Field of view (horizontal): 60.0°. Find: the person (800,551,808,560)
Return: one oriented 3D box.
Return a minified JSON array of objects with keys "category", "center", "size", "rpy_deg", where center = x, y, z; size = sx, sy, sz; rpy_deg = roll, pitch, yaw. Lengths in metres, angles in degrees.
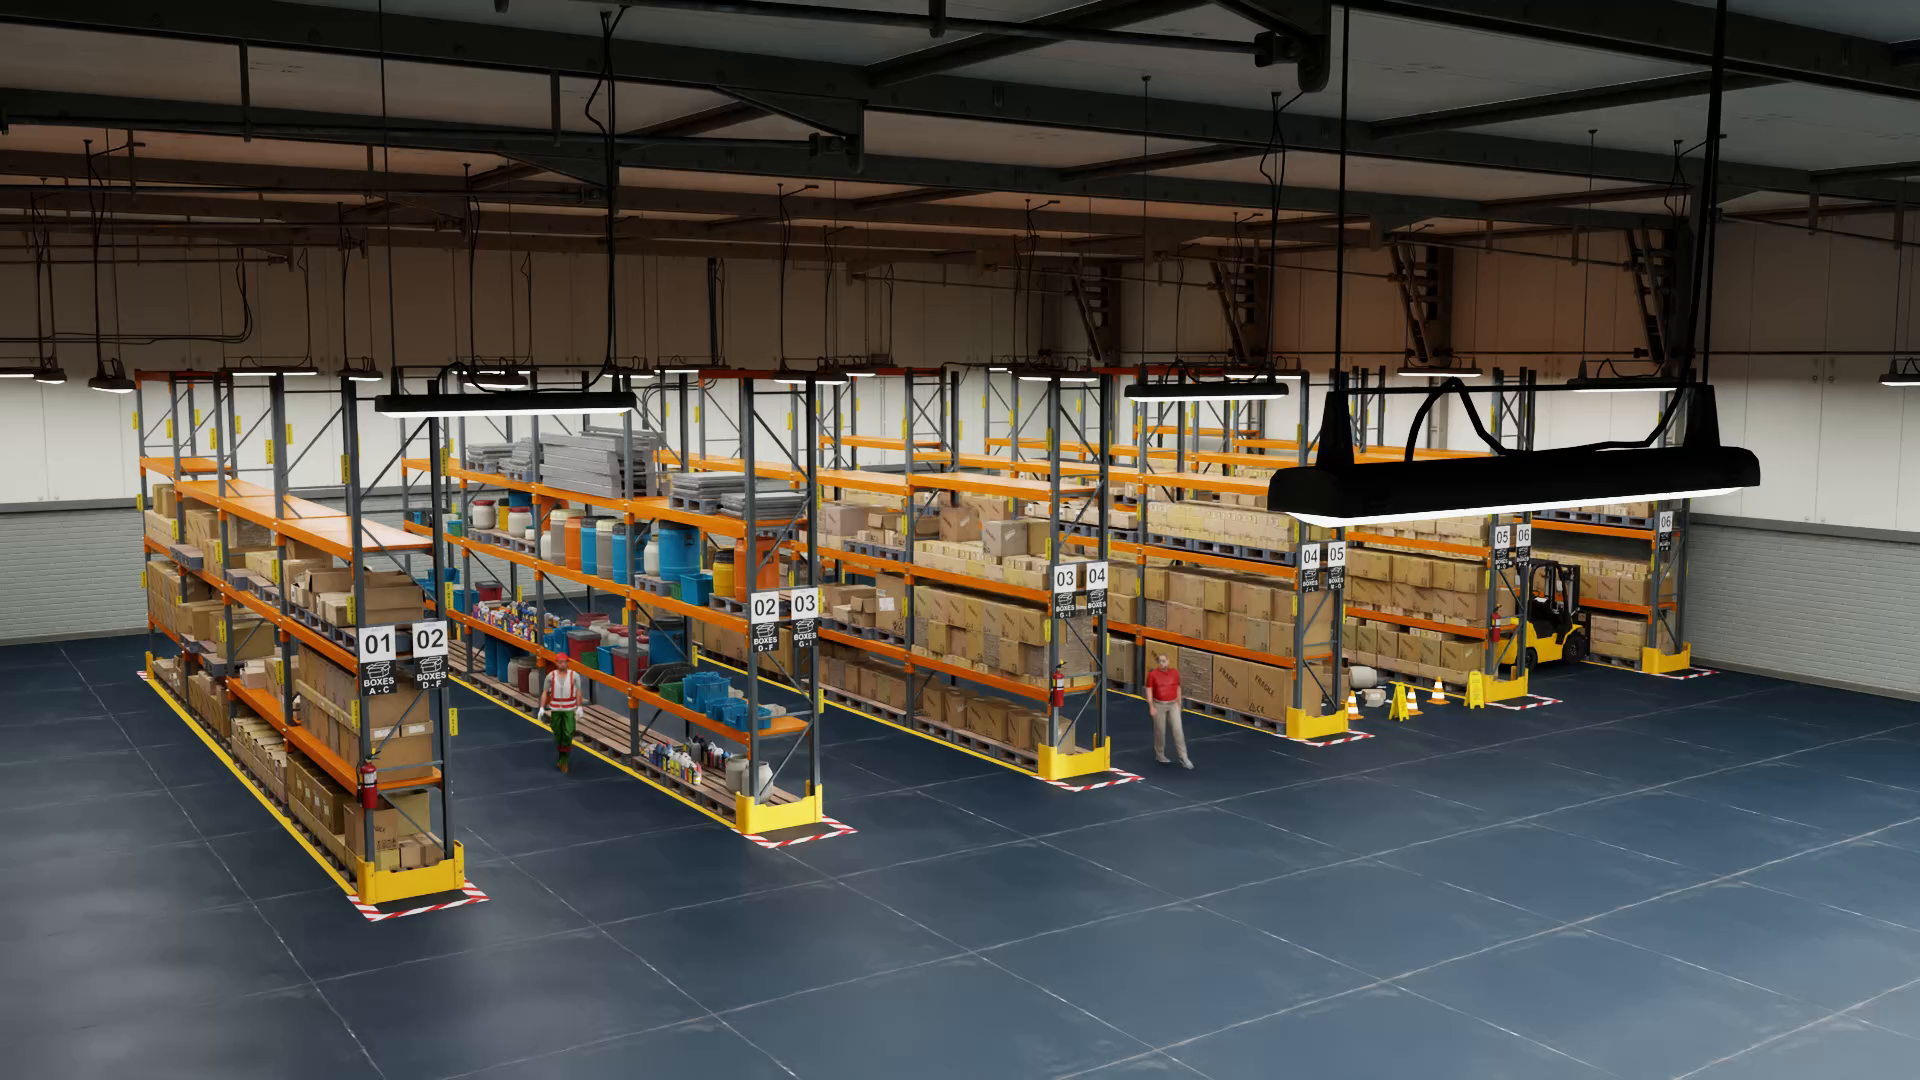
[{"category":"person","center":[-4.176,0.447,44.462],"size":[0.515,1.746,1.071],"rpy_deg":[5,8,40]}]

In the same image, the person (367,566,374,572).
[{"category":"person","center":[-13.045,1.366,36.758],"size":[0.482,1.608,1.006],"rpy_deg":[-1,6,-6]}]

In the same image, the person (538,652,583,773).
[{"category":"person","center":[-6.066,2.627,25.236],"size":[0.627,1.861,0.478],"rpy_deg":[-1,6,-5]}]

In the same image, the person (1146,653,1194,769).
[{"category":"person","center":[3.202,2.606,25.486],"size":[0.651,1.726,0.732],"rpy_deg":[-1,6,-6]}]
